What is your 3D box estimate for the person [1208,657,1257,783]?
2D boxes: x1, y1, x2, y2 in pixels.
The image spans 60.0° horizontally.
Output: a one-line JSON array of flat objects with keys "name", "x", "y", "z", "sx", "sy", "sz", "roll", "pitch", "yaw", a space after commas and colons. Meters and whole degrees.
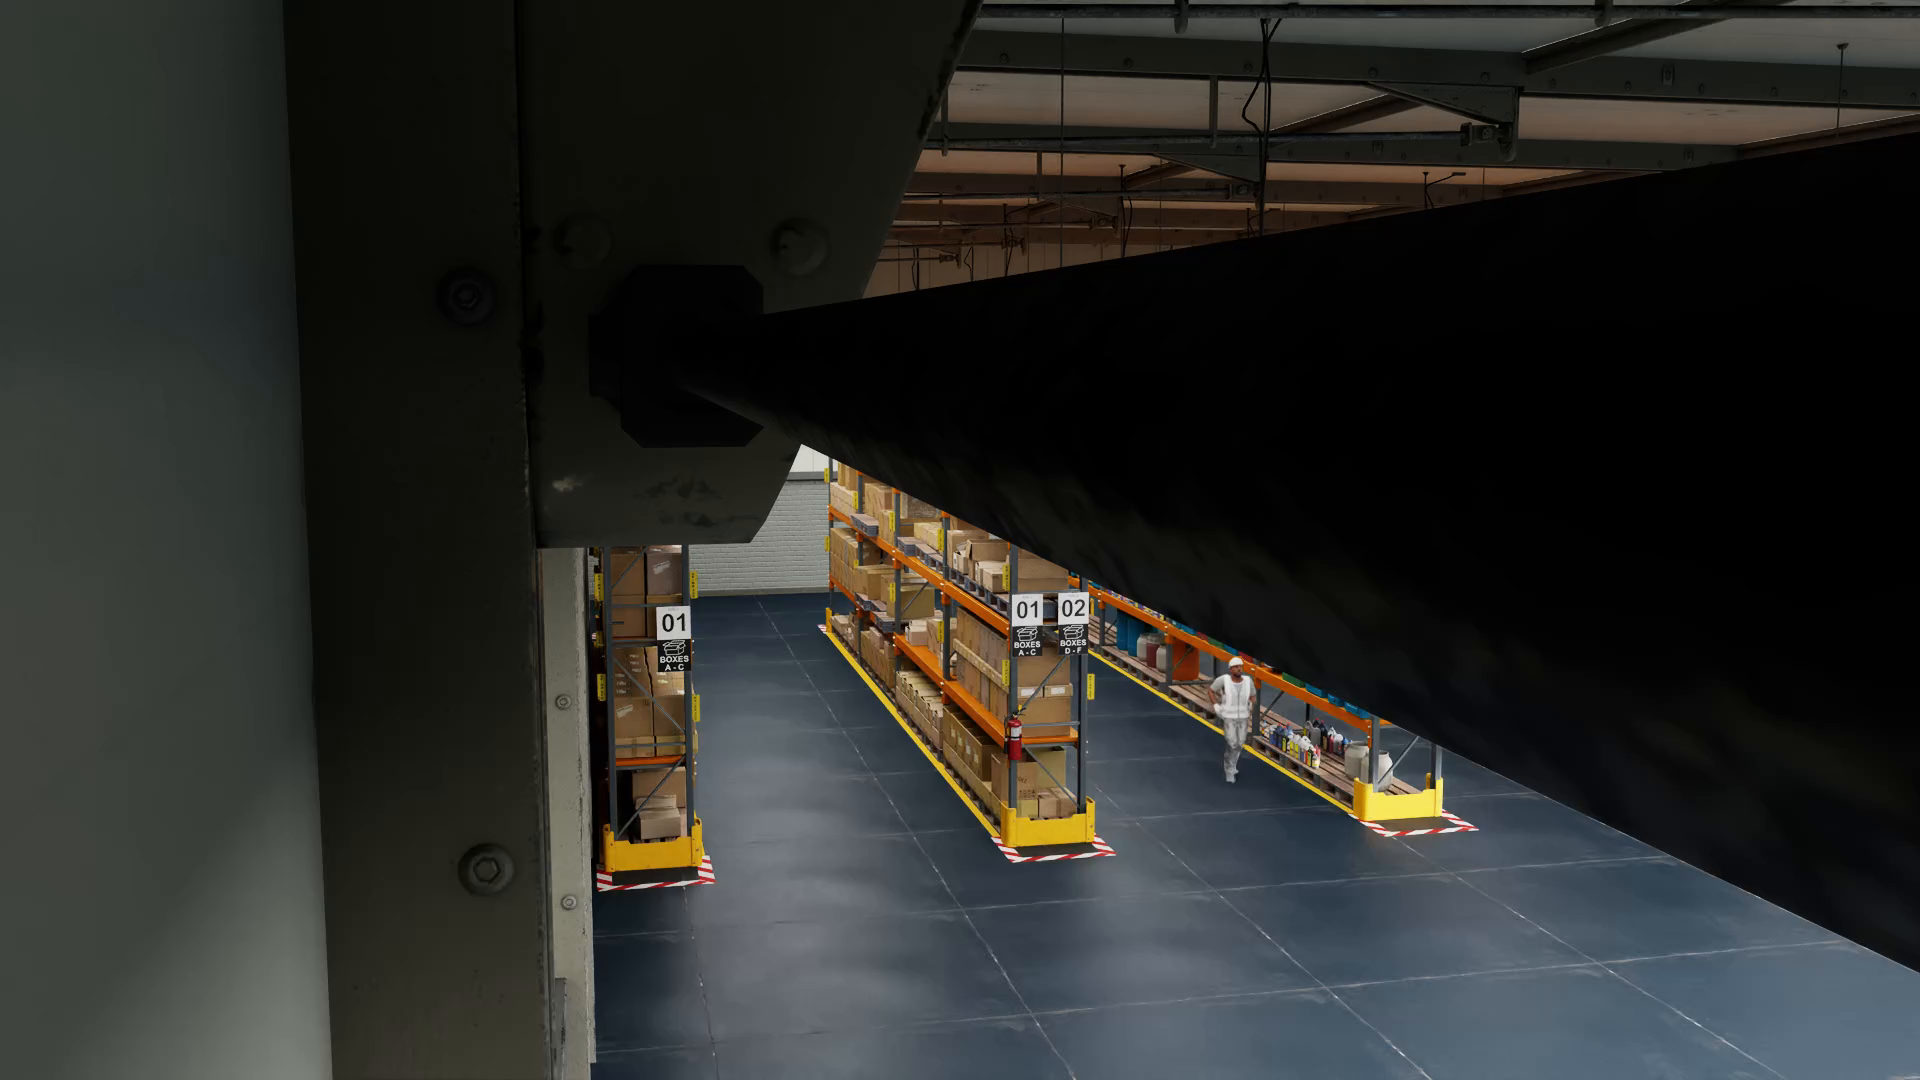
[{"name": "person", "x": 3.985, "y": 2.614, "z": 24.103, "sx": 0.668, "sy": 1.842, "sz": 0.654, "roll": -2, "pitch": 7, "yaw": -13}]
